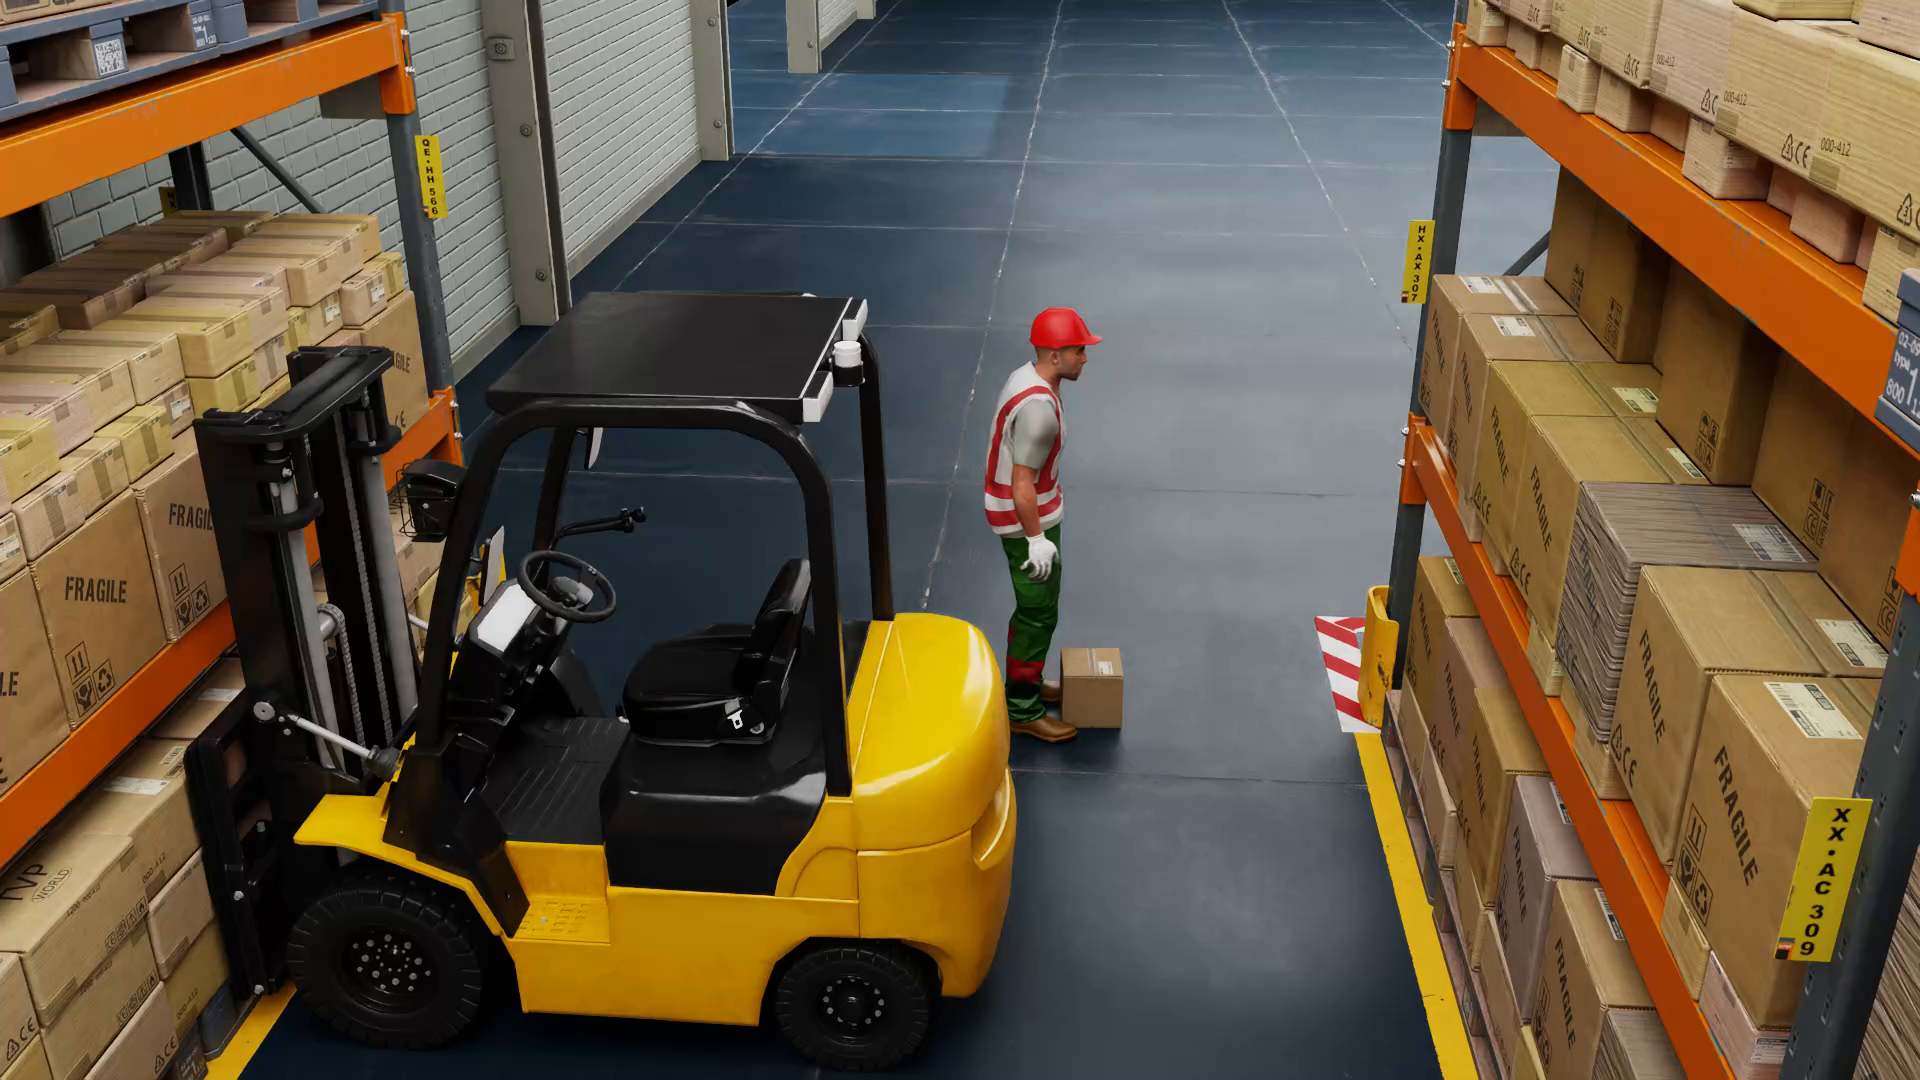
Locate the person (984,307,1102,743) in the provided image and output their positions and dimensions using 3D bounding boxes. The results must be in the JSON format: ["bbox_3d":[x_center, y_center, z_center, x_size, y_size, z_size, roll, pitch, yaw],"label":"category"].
[{"bbox_3d":[0.324,-0.073,6.749,0.453,1.778,0.601,2,24,4],"label":"person"}]
